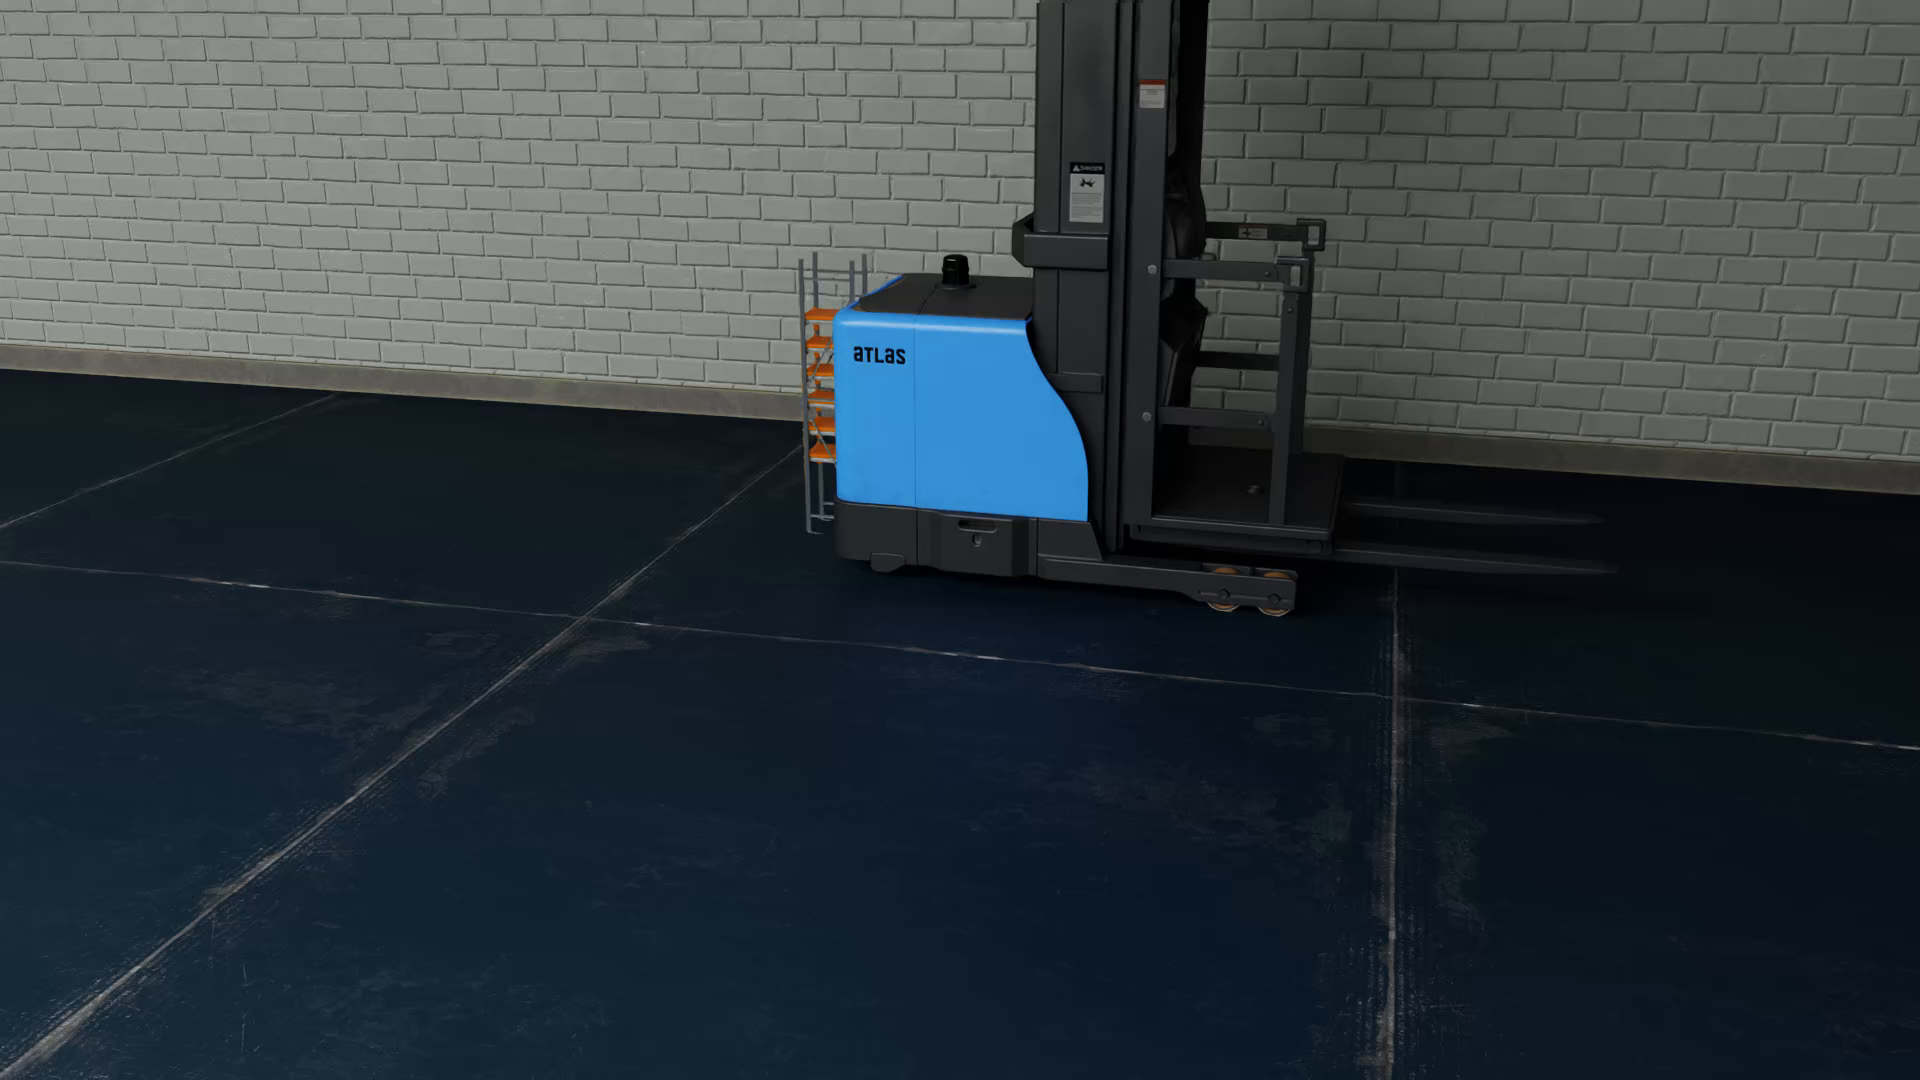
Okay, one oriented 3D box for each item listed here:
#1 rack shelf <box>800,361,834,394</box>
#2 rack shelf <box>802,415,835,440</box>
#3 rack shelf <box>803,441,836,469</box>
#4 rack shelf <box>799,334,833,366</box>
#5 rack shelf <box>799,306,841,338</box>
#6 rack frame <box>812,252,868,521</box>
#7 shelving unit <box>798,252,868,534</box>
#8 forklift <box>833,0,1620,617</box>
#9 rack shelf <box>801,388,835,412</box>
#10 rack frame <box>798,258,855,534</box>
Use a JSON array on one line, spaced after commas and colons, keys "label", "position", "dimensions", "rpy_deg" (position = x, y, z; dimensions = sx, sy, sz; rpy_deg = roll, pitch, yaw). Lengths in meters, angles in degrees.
[{"label": "rack shelf", "position": [-0.531, -0.689, 7.116], "dimensions": [0.258, 0.103, 0.180], "rpy_deg": [4, 19, 13]}, {"label": "rack shelf", "position": [-0.531, -0.462, 7.194], "dimensions": [0.258, 0.103, 0.180], "rpy_deg": [4, 19, 13]}, {"label": "rack shelf", "position": [-0.531, -0.349, 7.232], "dimensions": [0.258, 0.103, 0.180], "rpy_deg": [4, 19, 13]}, {"label": "rack shelf", "position": [-0.531, -0.803, 7.077], "dimensions": [0.258, 0.103, 0.180], "rpy_deg": [4, 19, 13]}, {"label": "rack shelf", "position": [-0.531, -0.917, 7.039], "dimensions": [0.258, 0.103, 0.180], "rpy_deg": [4, 19, 13]}, {"label": "rack frame", "position": [-0.510, -0.647, 7.225], "dimensions": [0.240, 1.200, 0.006], "rpy_deg": [4, 19, 13]}, {"label": "shelving unit", "position": [-0.531, -0.618, 7.141], "dimensions": [0.258, 1.200, 0.189], "rpy_deg": [4, 19, 13]}, {"label": "forklift", "position": [1.061, -1.286, 6.419], "dimensions": [3.031, 2.935, 1.130], "rpy_deg": [5, 19, 14]}, {"label": "rack shelf", "position": [-0.531, -0.576, 7.155], "dimensions": [0.258, 0.103, 0.180], "rpy_deg": [4, 19, 13]}, {"label": "rack frame", "position": [-0.552, -0.589, 7.056], "dimensions": [0.240, 1.200, 0.006], "rpy_deg": [4, 19, 13]}]
